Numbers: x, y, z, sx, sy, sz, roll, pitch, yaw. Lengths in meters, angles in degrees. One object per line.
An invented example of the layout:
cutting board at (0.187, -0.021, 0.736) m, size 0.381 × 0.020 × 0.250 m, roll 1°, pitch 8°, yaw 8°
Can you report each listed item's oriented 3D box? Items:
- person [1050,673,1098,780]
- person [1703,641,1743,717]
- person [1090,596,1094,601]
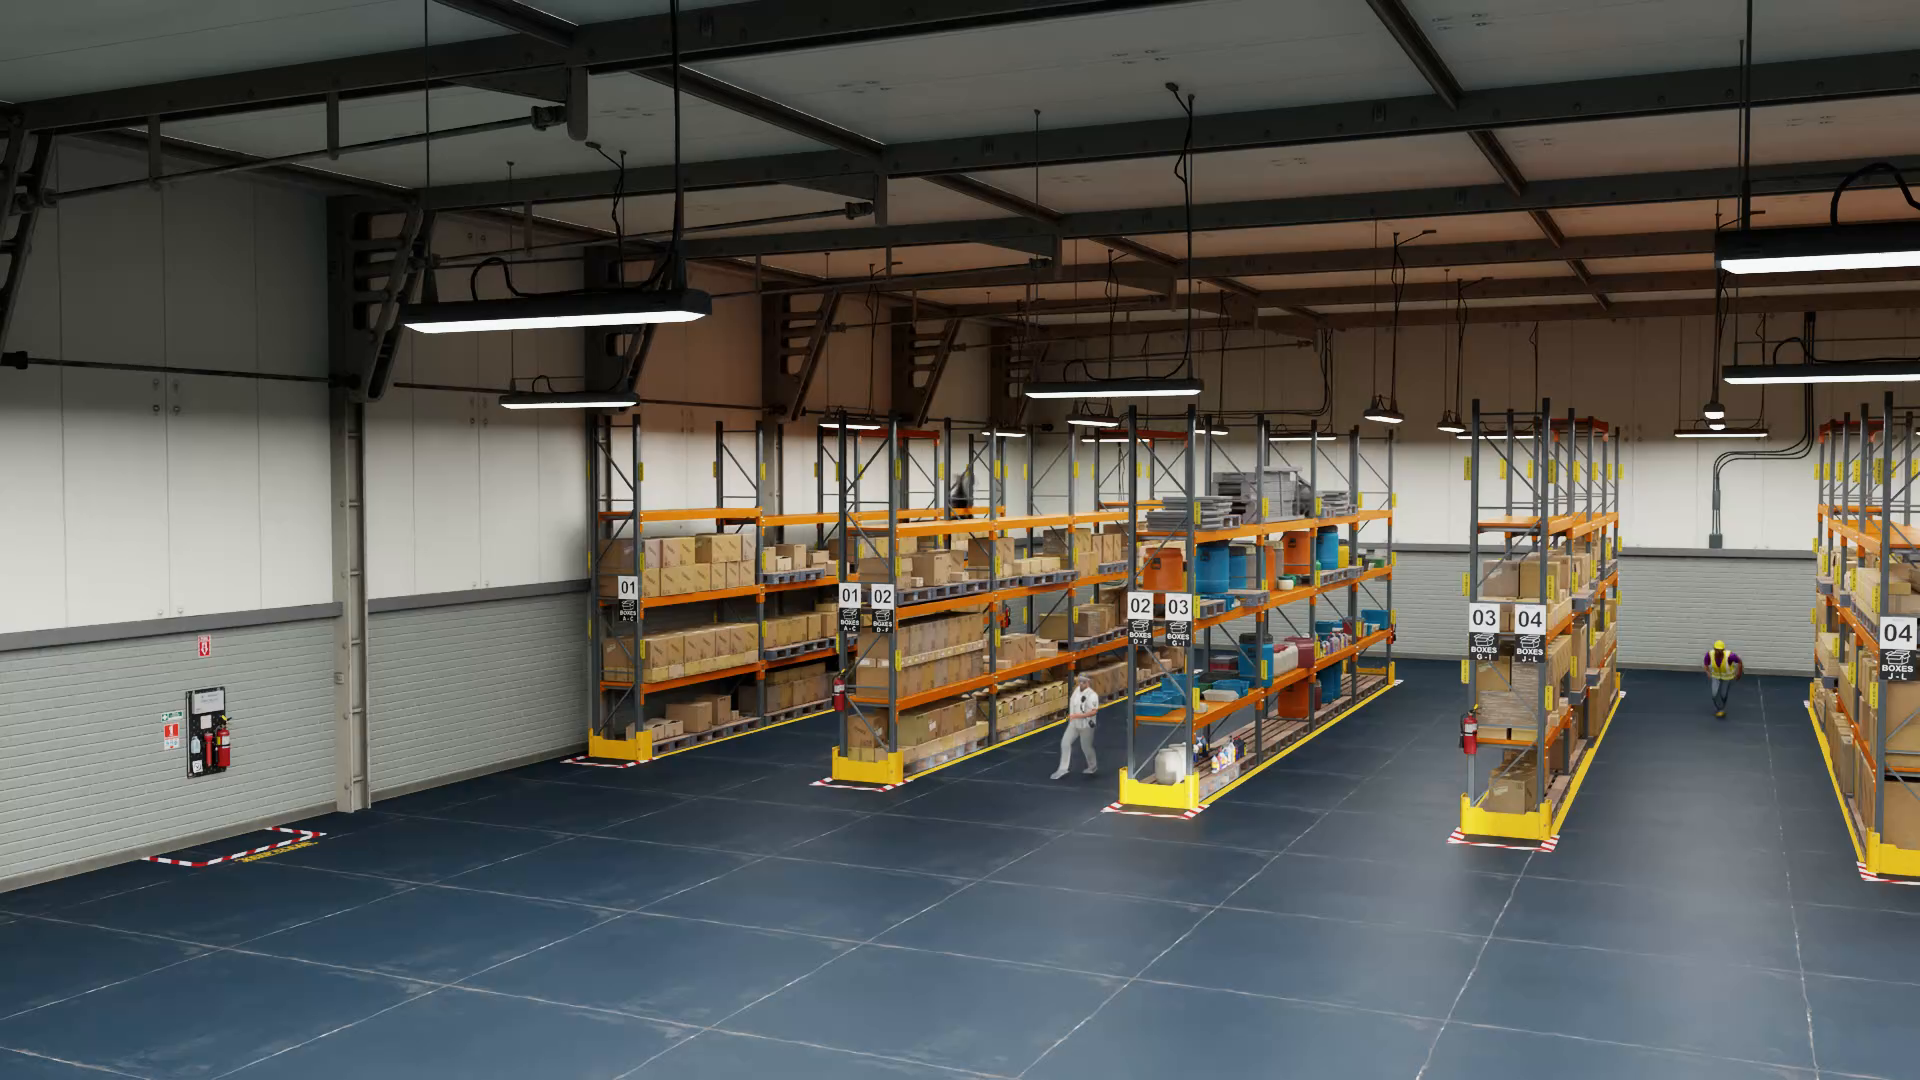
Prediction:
person at (1.992, 3.004, 27.003) m, size 0.723 × 1.756 × 0.860 m, roll 2°, pitch 3°, yaw 43°
person at (15.514, 2.819, 33.809) m, size 0.723 × 1.585 × 0.909 m, roll 1°, pitch 3°, yaw 32°
person at (3.434, 2.321, 43.693) m, size 0.738 × 1.728 × 1.012 m, roll -2°, pitch 3°, yaw -40°
